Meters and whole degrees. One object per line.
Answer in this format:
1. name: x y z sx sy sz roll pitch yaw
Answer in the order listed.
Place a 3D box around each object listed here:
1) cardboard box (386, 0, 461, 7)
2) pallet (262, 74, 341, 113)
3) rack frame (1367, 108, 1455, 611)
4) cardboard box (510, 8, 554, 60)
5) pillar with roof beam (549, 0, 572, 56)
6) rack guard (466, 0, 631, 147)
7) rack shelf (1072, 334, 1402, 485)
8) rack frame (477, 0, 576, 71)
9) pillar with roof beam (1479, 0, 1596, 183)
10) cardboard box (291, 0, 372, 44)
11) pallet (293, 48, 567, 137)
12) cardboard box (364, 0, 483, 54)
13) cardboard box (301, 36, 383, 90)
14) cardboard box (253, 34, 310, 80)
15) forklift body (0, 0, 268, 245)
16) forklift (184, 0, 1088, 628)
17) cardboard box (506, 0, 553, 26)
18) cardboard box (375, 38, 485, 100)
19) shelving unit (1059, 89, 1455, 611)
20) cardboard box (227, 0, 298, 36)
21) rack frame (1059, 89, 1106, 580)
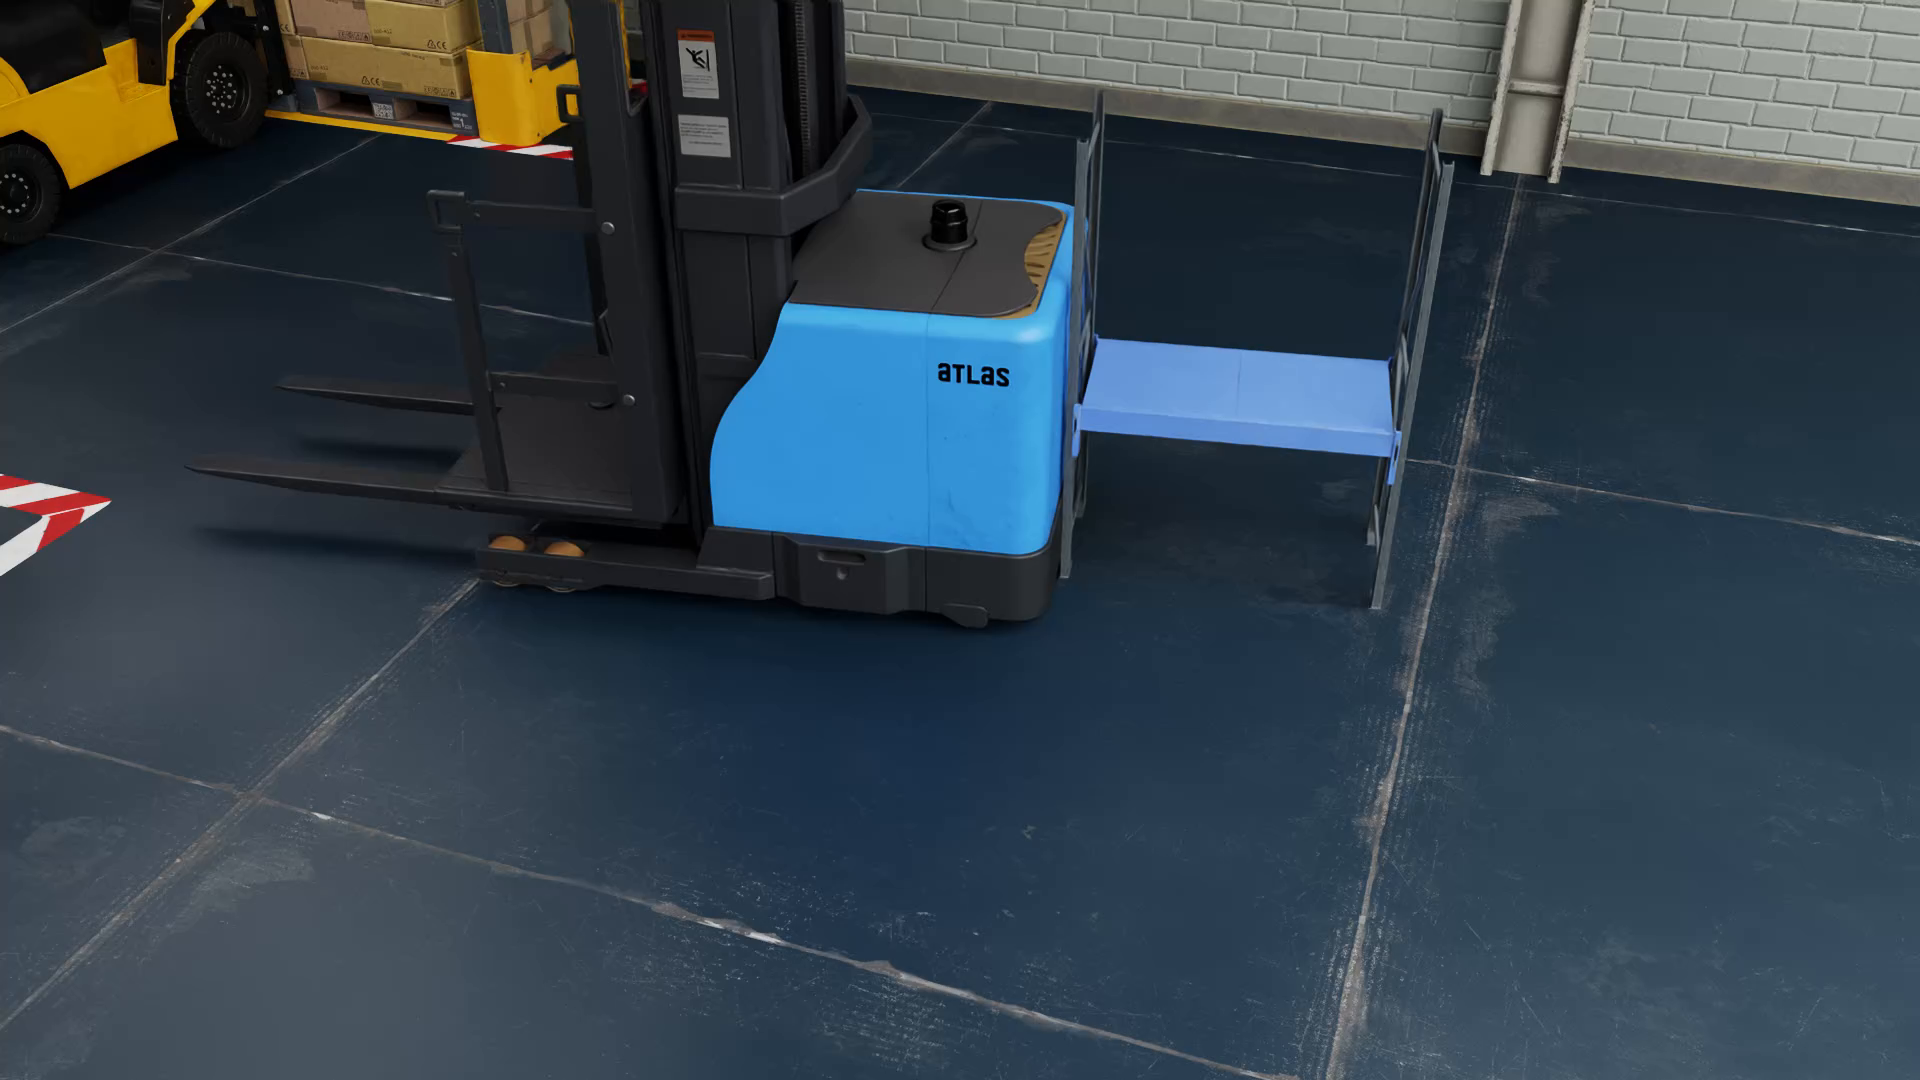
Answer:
1. cardboard box: -2.871 -3.098 9.009 0.500 0.250 0.500 12 35 18
2. pallet: -4.211 -2.903 10.052 1.213 0.211 1.003 11 34 16
3. rack frame: 1.392 -0.535 5.195 0.032 1.500 0.500 6 33 9
4. cardboard box: -2.729 -2.943 9.690 0.500 0.250 0.500 11 34 17
5. pillar with roof beam: -4.137 -4.642 4.643 0.400 9.000 9.100 11 34 16
6. rack guard: -2.310 -2.677 9.436 0.348 0.500 1.175 11 34 16
7. rack shelf: 0.892 -0.433 5.369 1.000 0.185 0.538 6 33 9
8. rack frame: -2.333 -3.732 8.765 0.127 3.000 1.000 11 34 16
9. pillar with roof beam: 1.512 -3.544 2.942 0.400 9.000 9.100 11 34 16
10. cardboard box: -3.365 -2.990 9.302 0.500 0.250 0.500 11 34 16
11. pallet: -3.067 -2.679 9.705 1.213 0.211 1.003 11 34 16
12. cardboard box: -2.896 -2.893 9.152 0.500 0.250 0.500 11 34 16
13. cardboard box: -3.347 -2.774 9.428 0.500 0.250 0.500 11 34 16
14. cardboard box: -3.815 -2.870 9.577 0.500 0.250 0.500 11 35 17
15. forklift body: -4.733 -2.791 8.089 1.214 2.155 2.313 11 34 16
16. forklift: -1.132 -1.332 5.111 3.031 2.935 1.130 6 33 9
17. cardboard box: -2.705 -3.155 9.558 0.500 0.250 0.500 12 35 17
18. cardboard box: -2.882 -2.678 9.280 0.500 0.250 0.500 11 35 17
19. shelving unit: 0.892 -0.584 5.271 1.048 1.500 0.538 6 33 9
20. cardboard box: -3.858 -3.074 9.432 0.500 0.250 0.500 10 34 15
21. rack frame: 0.391 -0.633 5.347 0.032 1.500 0.500 6 33 9
